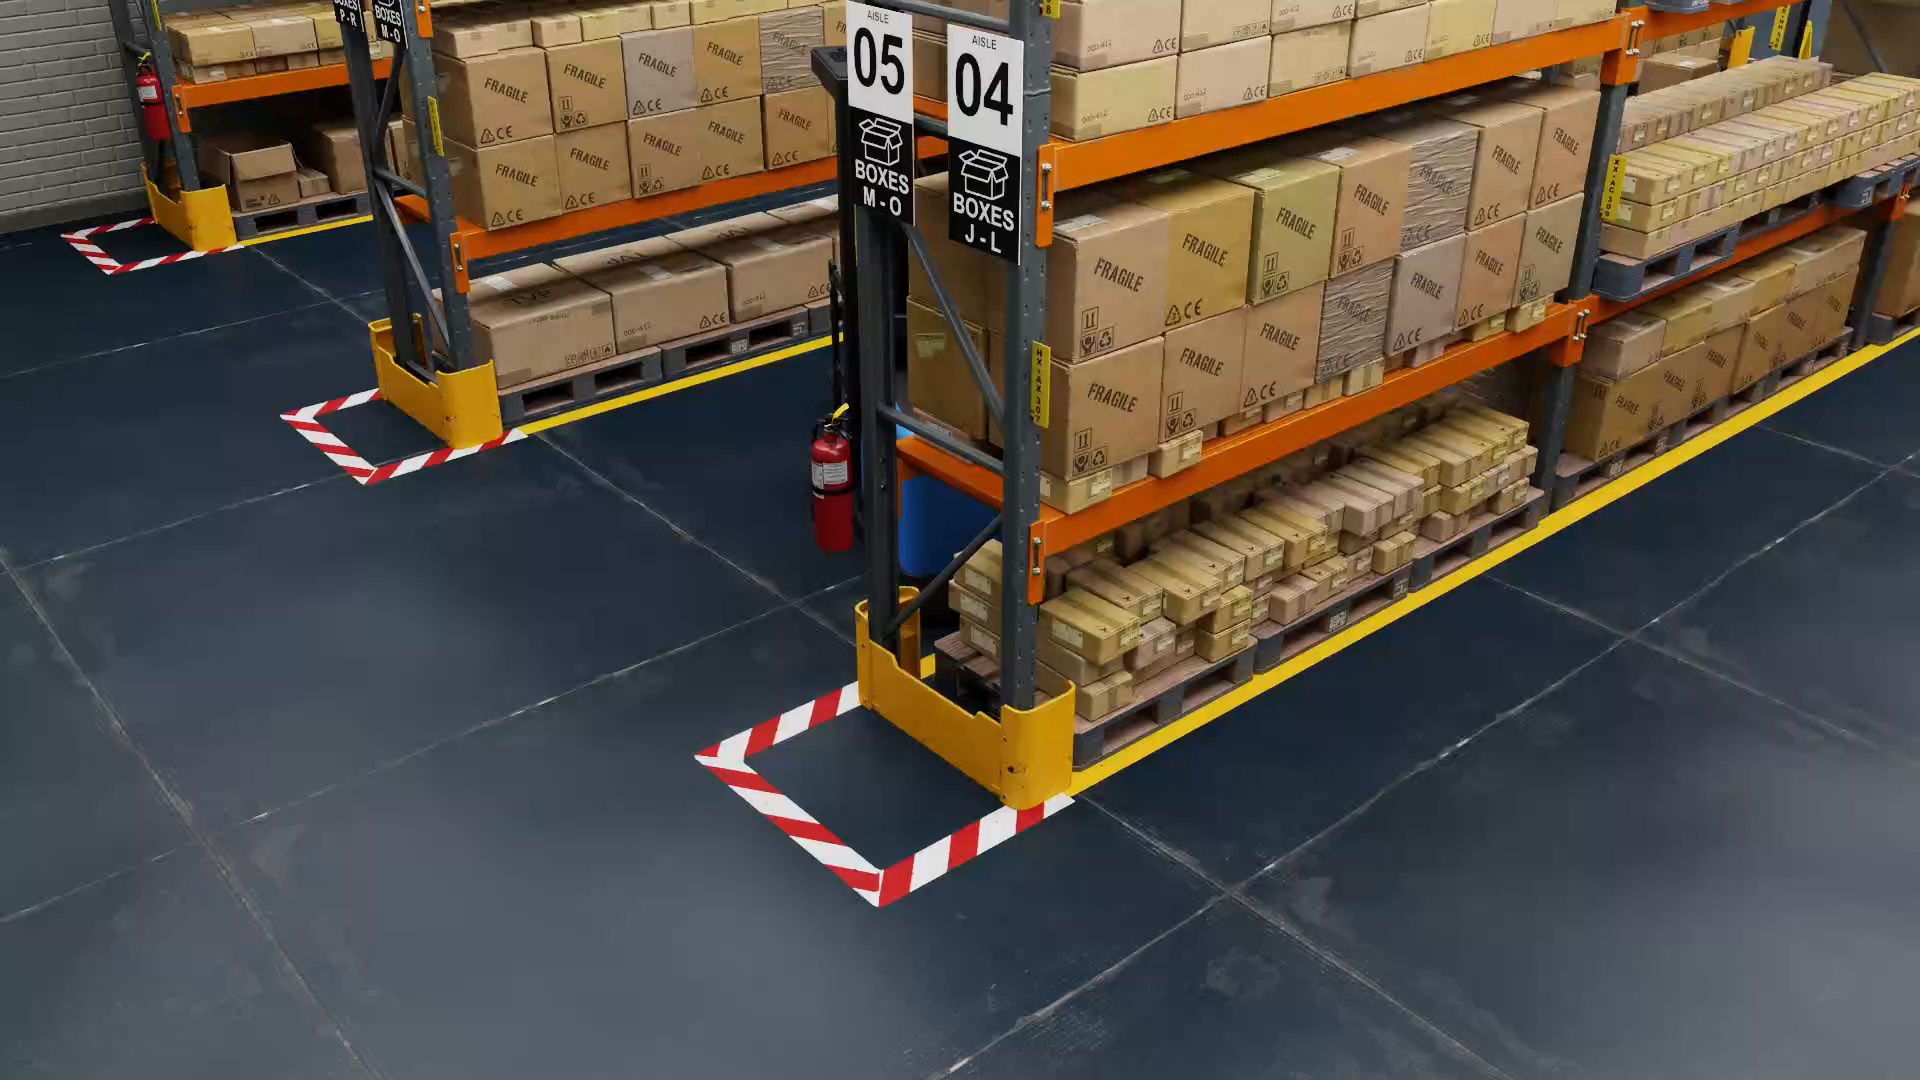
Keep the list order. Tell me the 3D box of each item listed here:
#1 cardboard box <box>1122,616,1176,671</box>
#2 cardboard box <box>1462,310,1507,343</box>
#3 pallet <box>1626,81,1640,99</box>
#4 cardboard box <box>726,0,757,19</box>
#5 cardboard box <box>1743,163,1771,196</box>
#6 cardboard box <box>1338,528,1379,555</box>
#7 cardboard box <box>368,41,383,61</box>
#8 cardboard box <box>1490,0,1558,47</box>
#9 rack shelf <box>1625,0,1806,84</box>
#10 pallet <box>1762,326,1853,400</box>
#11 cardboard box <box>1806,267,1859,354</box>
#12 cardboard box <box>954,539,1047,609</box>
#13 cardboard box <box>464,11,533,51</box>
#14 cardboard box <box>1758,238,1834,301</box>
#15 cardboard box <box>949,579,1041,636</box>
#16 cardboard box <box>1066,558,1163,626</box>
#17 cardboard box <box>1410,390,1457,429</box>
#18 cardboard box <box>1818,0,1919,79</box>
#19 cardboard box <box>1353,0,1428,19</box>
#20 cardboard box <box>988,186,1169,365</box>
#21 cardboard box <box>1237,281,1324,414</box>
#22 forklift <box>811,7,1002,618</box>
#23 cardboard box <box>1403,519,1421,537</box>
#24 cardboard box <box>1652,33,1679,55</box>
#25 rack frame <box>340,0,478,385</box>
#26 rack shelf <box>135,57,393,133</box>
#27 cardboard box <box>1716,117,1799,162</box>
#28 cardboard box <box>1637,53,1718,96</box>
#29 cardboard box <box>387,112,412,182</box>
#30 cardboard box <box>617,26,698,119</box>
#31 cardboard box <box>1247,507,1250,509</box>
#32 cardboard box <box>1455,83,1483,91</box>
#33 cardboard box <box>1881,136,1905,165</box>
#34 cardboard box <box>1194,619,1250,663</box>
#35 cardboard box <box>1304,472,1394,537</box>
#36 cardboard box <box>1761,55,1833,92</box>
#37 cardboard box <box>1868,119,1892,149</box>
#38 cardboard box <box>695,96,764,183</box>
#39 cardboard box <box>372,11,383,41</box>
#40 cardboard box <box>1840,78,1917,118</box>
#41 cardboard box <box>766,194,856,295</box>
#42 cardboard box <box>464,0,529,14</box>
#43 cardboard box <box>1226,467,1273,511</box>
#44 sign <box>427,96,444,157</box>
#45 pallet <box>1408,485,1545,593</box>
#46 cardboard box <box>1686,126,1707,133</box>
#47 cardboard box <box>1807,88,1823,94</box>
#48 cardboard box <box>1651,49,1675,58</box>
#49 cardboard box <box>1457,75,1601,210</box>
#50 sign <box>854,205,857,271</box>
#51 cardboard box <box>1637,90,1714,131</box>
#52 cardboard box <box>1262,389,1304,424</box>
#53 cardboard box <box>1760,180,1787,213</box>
[{"bbox_3d":[0.756,0.414,7.556,0.250,0.149,0.380,-22,35,-35],"label":"cardboard box"},{"bbox_3d":[2.557,-1.158,8.501,0.250,0.149,0.380,-20,34,-33],"label":"cardboard box"},{"bbox_3d":[7.202,-5.173,18.706,1.213,0.211,1.003,-22,35,-35],"label":"pallet"},{"bbox_3d":[-1.519,-3.476,10.717,0.250,0.149,0.380,-22,35,-35],"label":"cardboard box"},{"bbox_3d":[4.381,-2.102,9.506,0.250,0.149,0.380,-20,34,-33],"label":"cardboard box"},{"bbox_3d":[1.913,-0.090,8.500,0.250,0.149,0.380,-24,36,-37],"label":"cardboard box"},{"bbox_3d":[-5.127,-4.185,14.165,0.250,0.149,0.380,-23,36,-36],"label":"cardboard box"},{"bbox_3d":[2.404,-2.480,7.684,0.500,0.250,0.500,-22,35,-35],"label":"cardboard box"},{"bbox_3d":[4.511,-3.236,9.703,4.000,0.370,1.077,-22,35,-35],"label":"rack shelf"},{"bbox_3d":[5.437,-1.374,11.597,1.213,0.211,1.003,-22,35,-35],"label":"pallet"},{"bbox_3d":[5.701,-1.630,11.324,0.500,0.500,0.500,-22,35,-35],"label":"cardboard box"},{"bbox_3d":[0.185,0.162,7.712,0.250,0.149,0.380,-21,35,-34],"label":"cardboard box"},{"bbox_3d":[-2.740,-3.025,9.873,0.250,0.149,0.380,-21,35,-34],"label":"cardboard box"},{"bbox_3d":[5.305,-1.794,10.835,0.500,0.250,0.500,-21,35,-34],"label":"cardboard box"},{"bbox_3d":[0.163,0.282,7.803,0.250,0.149,0.380,-23,36,-36],"label":"cardboard box"},{"bbox_3d":[0.697,0.249,7.550,0.250,0.149,0.380,-21,35,-34],"label":"cardboard box"},{"bbox_3d":[2.593,-0.778,9.471,0.250,0.149,0.380,-20,34,-33],"label":"cardboard box"},{"bbox_3d":[6.380,-3.461,11.377,0.500,0.500,0.700,-22,35,-35],"label":"cardboard box"},{"bbox_3d":[1.621,-2.379,6.965,0.500,0.250,0.500,-23,36,-37],"label":"cardboard box"},{"bbox_3d":[0.460,-1.053,6.556,0.500,0.500,0.500,-22,35,-35],"label":"cardboard box"},{"bbox_3d":[1.239,-0.927,7.380,0.500,0.500,0.500,-21,35,-34],"label":"cardboard box"},{"bbox_3d":[-0.162,-1.579,9.096,1.130,2.935,3.031,-7,29,-13],"label":"forklift"},{"bbox_3d":[2.222,-0.114,8.859,0.250,0.149,0.380,-23,36,-36],"label":"cardboard box"},{"bbox_3d":[7.605,-5.685,18.382,0.500,0.500,0.500,-23,36,-36],"label":"cardboard box"},{"bbox_3d":[-3.343,-2.139,10.070,0.127,3.000,1.000,-22,35,-35],"label":"rack frame"},{"bbox_3d":[-5.046,-4.212,14.712,4.000,0.370,1.077,-22,35,-35],"label":"rack shelf"},{"bbox_3d":[4.570,-2.307,9.574,0.250,0.149,0.380,-20,34,-33],"label":"cardboard box"},{"bbox_3d":[6.964,-4.412,16.172,0.500,0.500,0.500,-22,35,-35],"label":"cardboard box"},{"bbox_3d":[-4.898,-3.527,14.873,0.500,0.500,0.500,-21,35,-34],"label":"cardboard box"},{"bbox_3d":[-2.018,-2.989,10.494,0.500,0.500,0.500,-22,35,-35],"label":"cardboard box"},{"bbox_3d":[1.341,-0.206,8.717,0.250,0.149,0.380,-21,35,-34],"label":"cardboard box"},{"bbox_3d":[2.488,-2.184,8.672,0.500,0.500,0.500,-21,35,-34],"label":"cardboard box"},{"bbox_3d":[5.765,-2.526,10.614,0.250,0.149,0.380,-22,35,-35],"label":"cardboard box"},{"bbox_3d":[1.149,0.405,7.889,0.250,0.149,0.380,-21,35,-34],"label":"cardboard box"},{"bbox_3d":[1.943,-0.181,8.355,0.250,0.149,0.380,-23,36,-37],"label":"cardboard box"},{"bbox_3d":[5.552,-3.106,11.069,0.250,0.149,0.380,-22,35,-35],"label":"cardboard box"},{"bbox_3d":[5.552,-2.570,10.381,0.250,0.149,0.380,-21,35,-34],"label":"cardboard box"},{"bbox_3d":[-1.656,-2.700,11.014,0.500,0.500,0.500,-21,34,-33],"label":"cardboard box"},{"bbox_3d":[-4.906,-4.499,14.330,0.500,0.250,0.500,-23,36,-36],"label":"cardboard box"},{"bbox_3d":[5.764,-2.789,10.475,0.250,0.149,0.380,-22,35,-35],"label":"cardboard box"},{"bbox_3d":[-0.848,-2.264,12.577,0.875,0.438,0.875,-22,35,-36],"label":"cardboard box"},{"bbox_3d":[-2.881,-3.287,10.363,0.250,0.149,0.380,-22,35,-35],"label":"cardboard box"},{"bbox_3d":[1.387,-0.309,8.593,0.250,0.149,0.380,-22,35,-35],"label":"cardboard box"},{"bbox_3d":[-2.988,-2.355,9.471,0.005,0.325,0.100,-22,35,-35],"label":"sign"},{"bbox_3d":[2.501,-0.171,9.345,1.213,0.211,1.003,-22,35,-35],"label":"pallet"},{"bbox_3d":[4.353,-2.493,10.239,0.250,0.149,0.380,-20,34,-33],"label":"cardboard box"},{"bbox_3d":[5.534,-2.972,11.134,0.250,0.149,0.380,-20,34,-33],"label":"cardboard box"},{"bbox_3d":[7.595,-5.344,18.540,0.500,0.250,0.500,-23,36,-37],"label":"cardboard box"},{"bbox_3d":[2.807,-1.994,8.316,0.500,0.500,0.500,-23,36,-37],"label":"cardboard box"},{"bbox_3d":[-0.399,-1.250,6.843,0.005,0.325,0.100,-22,35,-35],"label":"sign"},{"bbox_3d":[4.364,-2.629,10.178,0.250,0.149,0.380,-22,35,-36],"label":"cardboard box"},{"bbox_3d":[1.348,-0.689,7.624,0.250,0.149,0.380,-23,36,-36],"label":"cardboard box"},{"bbox_3d":[4.577,-2.050,9.724,0.250,0.149,0.380,-23,36,-36],"label":"cardboard box"}]
